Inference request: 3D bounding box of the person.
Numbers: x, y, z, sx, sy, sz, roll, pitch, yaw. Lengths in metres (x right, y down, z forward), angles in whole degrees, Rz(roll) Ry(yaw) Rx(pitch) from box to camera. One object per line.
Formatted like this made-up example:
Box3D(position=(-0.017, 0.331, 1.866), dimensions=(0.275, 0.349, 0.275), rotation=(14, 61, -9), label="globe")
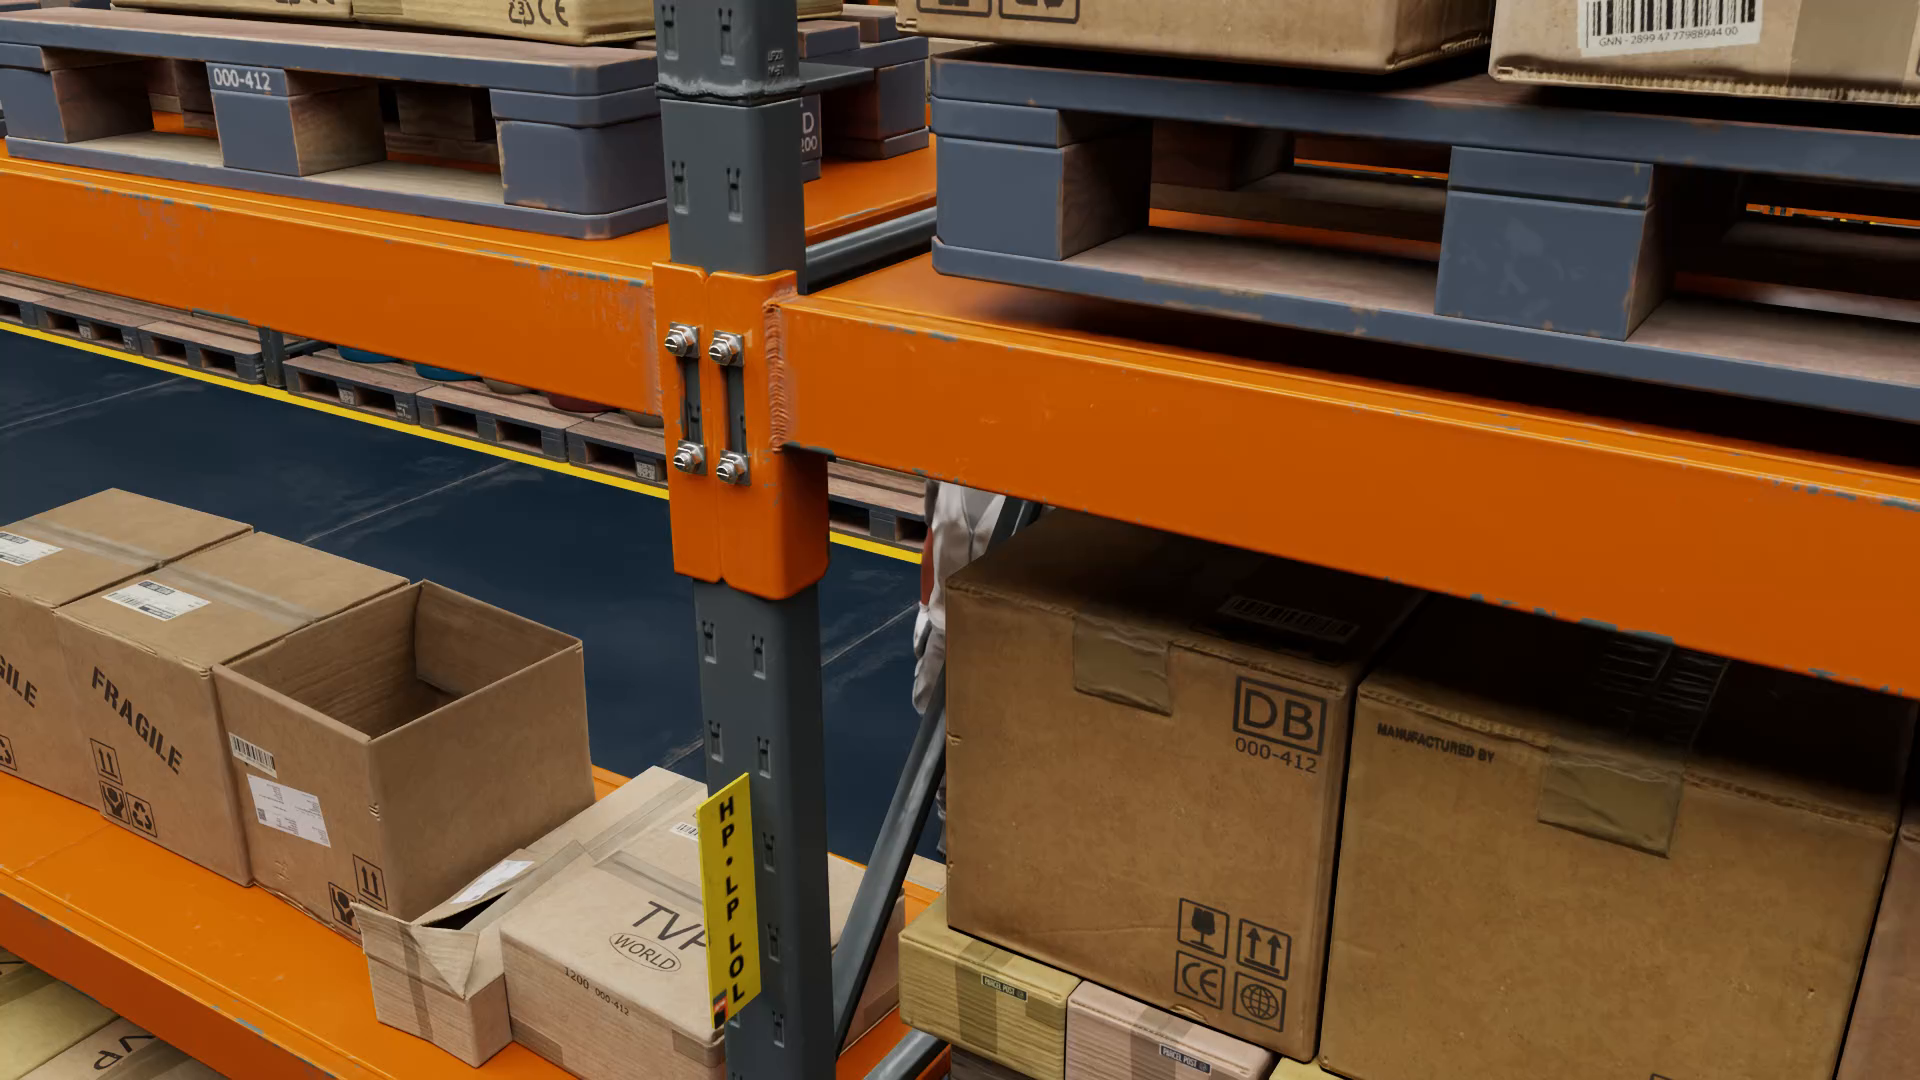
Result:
Box3D(position=(0.077, 0.317, 5.303), dimensions=(0.568, 1.791, 0.549), rotation=(11, 25, 24), label="person")
